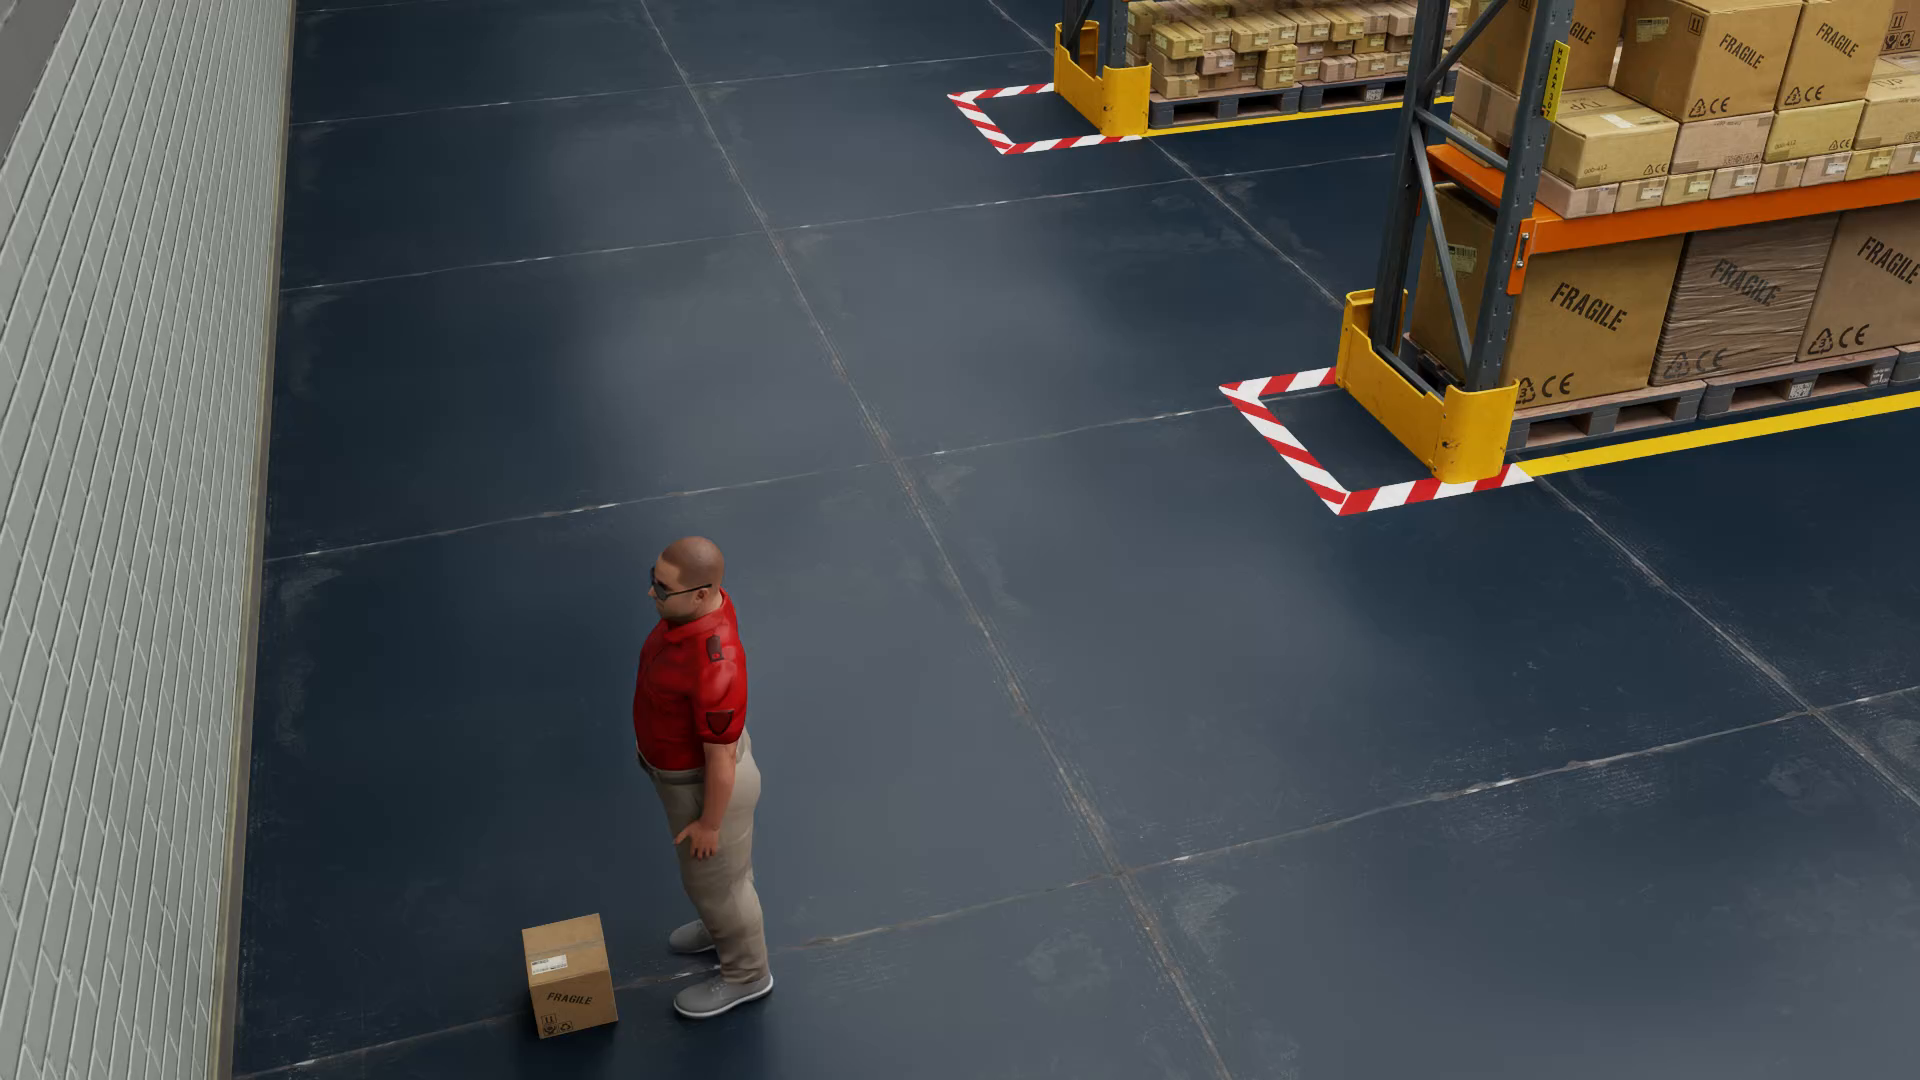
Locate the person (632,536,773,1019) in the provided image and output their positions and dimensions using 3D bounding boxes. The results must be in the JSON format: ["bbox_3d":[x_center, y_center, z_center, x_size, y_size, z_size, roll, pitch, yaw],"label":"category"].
[{"bbox_3d":[-0.796,0.733,5.074,0.361,1.743,0.530,-9,35,-13],"label":"person"}]
